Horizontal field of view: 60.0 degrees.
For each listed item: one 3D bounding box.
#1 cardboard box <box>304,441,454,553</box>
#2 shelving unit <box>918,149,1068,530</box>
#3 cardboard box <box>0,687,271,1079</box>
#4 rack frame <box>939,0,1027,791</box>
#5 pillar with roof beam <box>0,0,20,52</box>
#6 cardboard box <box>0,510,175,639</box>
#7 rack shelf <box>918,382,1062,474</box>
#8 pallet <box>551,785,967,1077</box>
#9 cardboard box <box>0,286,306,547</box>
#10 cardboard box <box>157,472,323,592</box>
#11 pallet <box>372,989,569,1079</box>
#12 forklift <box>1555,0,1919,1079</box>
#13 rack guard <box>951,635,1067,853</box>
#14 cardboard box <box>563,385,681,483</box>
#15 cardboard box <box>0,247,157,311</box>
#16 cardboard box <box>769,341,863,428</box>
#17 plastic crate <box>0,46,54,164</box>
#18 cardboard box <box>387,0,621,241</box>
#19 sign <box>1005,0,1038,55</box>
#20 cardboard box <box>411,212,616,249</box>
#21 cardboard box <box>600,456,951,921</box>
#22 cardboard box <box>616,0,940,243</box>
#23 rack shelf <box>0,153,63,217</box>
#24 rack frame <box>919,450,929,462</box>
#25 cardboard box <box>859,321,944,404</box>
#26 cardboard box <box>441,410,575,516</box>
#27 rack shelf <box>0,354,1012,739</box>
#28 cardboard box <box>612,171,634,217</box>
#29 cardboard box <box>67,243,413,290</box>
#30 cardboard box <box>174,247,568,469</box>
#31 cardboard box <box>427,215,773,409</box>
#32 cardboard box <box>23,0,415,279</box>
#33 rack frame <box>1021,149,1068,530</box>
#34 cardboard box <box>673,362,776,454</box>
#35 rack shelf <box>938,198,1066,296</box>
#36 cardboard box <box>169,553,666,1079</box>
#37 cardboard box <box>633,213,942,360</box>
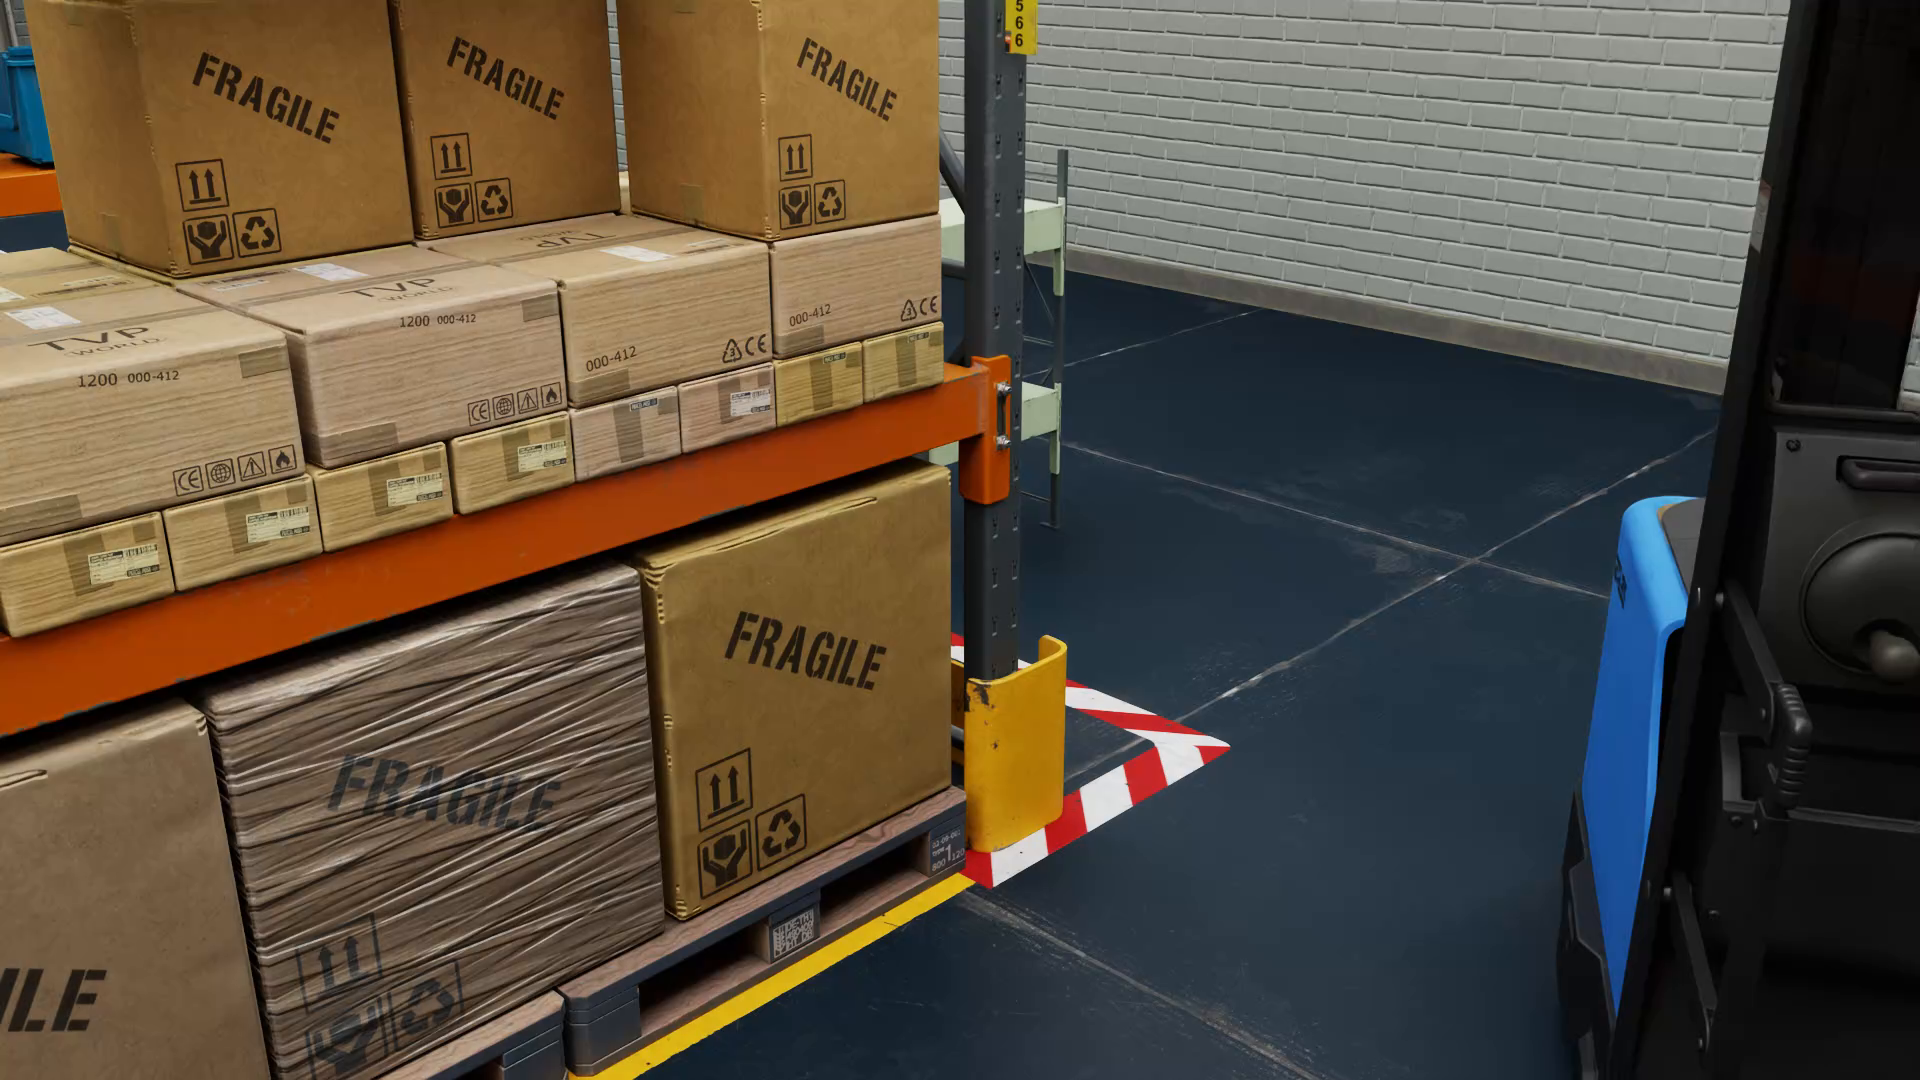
[{"bbox_3d":[-1.148,-0.123,3.064,0.380,0.149,0.250,19,28,41],"label":"cardboard box"},{"bbox_3d":[-0.005,-0.698,6.301,0.431,1.500,0.755,19,28,41],"label":"shelving unit"},{"bbox_3d":[-1.888,0.699,2.952,0.875,0.875,0.875,19,28,41],"label":"cardboard box"},{"bbox_3d":[-0.243,-0.744,4.330,1.000,3.000,0.127,19,28,41],"label":"rack frame"},{"bbox_3d":[-6.542,-7.097,12.495,9.100,9.000,0.400,19,28,41],"label":"pillar with roof beam"},{"bbox_3d":[-1.503,0.007,2.724,0.380,0.149,0.250,18,28,39],"label":"cardboard box"},{"bbox_3d":[-0.005,-0.394,6.418,0.431,0.370,0.720,19,28,41],"label":"rack shelf"},{"bbox_3d":[-0.745,0.783,4.244,1.003,0.211,1.213,19,28,41],"label":"pallet"},{"bbox_3d":[-1.461,-0.226,2.776,0.500,0.250,0.500,19,28,41],"label":"cardboard box"},{"bbox_3d":[-1.322,-0.060,2.900,0.250,0.149,0.380,-19,28,-41],"label":"cardboard box"},{"bbox_3d":[-1.596,1.095,3.432,1.003,0.211,1.213,19,28,41],"label":"pallet"},{"bbox_3d":[1.657,0.075,2.295,1.130,2.935,3.031,6,22,14],"label":"forklift"},{"bbox_3d":[-0.227,0.417,4.794,1.175,0.500,0.348,19,28,41],"label":"rack guard"},{"bbox_3d":[-0.787,-0.257,3.413,0.250,0.149,0.380,-20,28,-41],"label":"cardboard box"},{"bbox_3d":[-1.843,-0.358,3.120,0.500,0.250,0.500,19,28,40],"label":"cardboard box"},{"bbox_3d":[-0.436,-0.386,3.747,0.380,0.149,0.250,20,28,41],"label":"cardboard box"},{"bbox_3d":[-3.892,-1.895,7.192,0.616,0.435,0.499,19,28,41],"label":"plastic crate"},{"bbox_3d":[-1.120,-0.979,3.689,0.500,0.500,0.500,18,28,39],"label":"cardboard box"},{"bbox_3d":[0.136,-1.256,3.717,0.100,0.325,0.005,19,28,41],"label":"sign"},{"bbox_3d":[-1.129,-0.622,3.806,0.500,0.250,0.500,19,28,40],"label":"cardboard box"},{"bbox_3d":[-0.632,0.236,4.155,0.875,0.875,0.875,19,28,41],"label":"cardboard box"},{"bbox_3d":[-0.395,-0.972,3.672,0.500,0.500,0.500,20,29,41],"label":"cardboard box"},{"bbox_3d":[-5.187,-1.134,6.346,1.077,0.370,4.000,19,28,41],"label":"rack shelf"},{"bbox_3d":[-0.260,-0.604,6.056,0.400,1.500,0.023,19,28,41],"label":"rack frame"},{"bbox_3d":[-0.256,-0.453,3.922,0.250,0.149,0.380,-20,28,-41],"label":"cardboard box"},{"bbox_3d":[-0.967,-0.190,3.238,0.380,0.149,0.250,18,28,39],"label":"cardboard box"},{"bbox_3d":[-1.638,0.106,3.121,1.077,0.370,4.000,19,28,41],"label":"rack shelf"},{"bbox_3d":[-0.772,-0.757,4.158,0.500,0.250,0.500,18,28,39],"label":"cardboard box"},{"bbox_3d":[-1.483,-0.494,3.472,0.500,0.250,0.500,18,27,39],"label":"cardboard box"},{"bbox_3d":[-1.100,-0.361,3.127,0.500,0.250,0.500,18,27,39],"label":"cardboard box"},{"bbox_3d":[-0.746,-0.492,3.467,0.500,0.250,0.500,19,28,40],"label":"cardboard box"},{"bbox_3d":[-1.477,-0.844,3.339,0.500,0.500,0.500,18,28,39],"label":"cardboard box"},{"bbox_3d":[0.251,-0.792,6.546,0.400,1.500,0.023,19,28,41],"label":"rack frame"},{"bbox_3d":[-0.613,-0.321,3.579,0.380,0.149,0.250,19,28,41],"label":"cardboard box"},{"bbox_3d":[-0.005,-1.063,6.161,0.431,0.370,0.720,19,28,41],"label":"rack shelf"},{"bbox_3d":[-1.267,0.470,3.547,0.875,0.875,0.875,19,28,41],"label":"cardboard box"},{"bbox_3d":[-0.391,-0.622,3.806,0.500,0.250,0.500,19,28,40],"label":"cardboard box"}]
